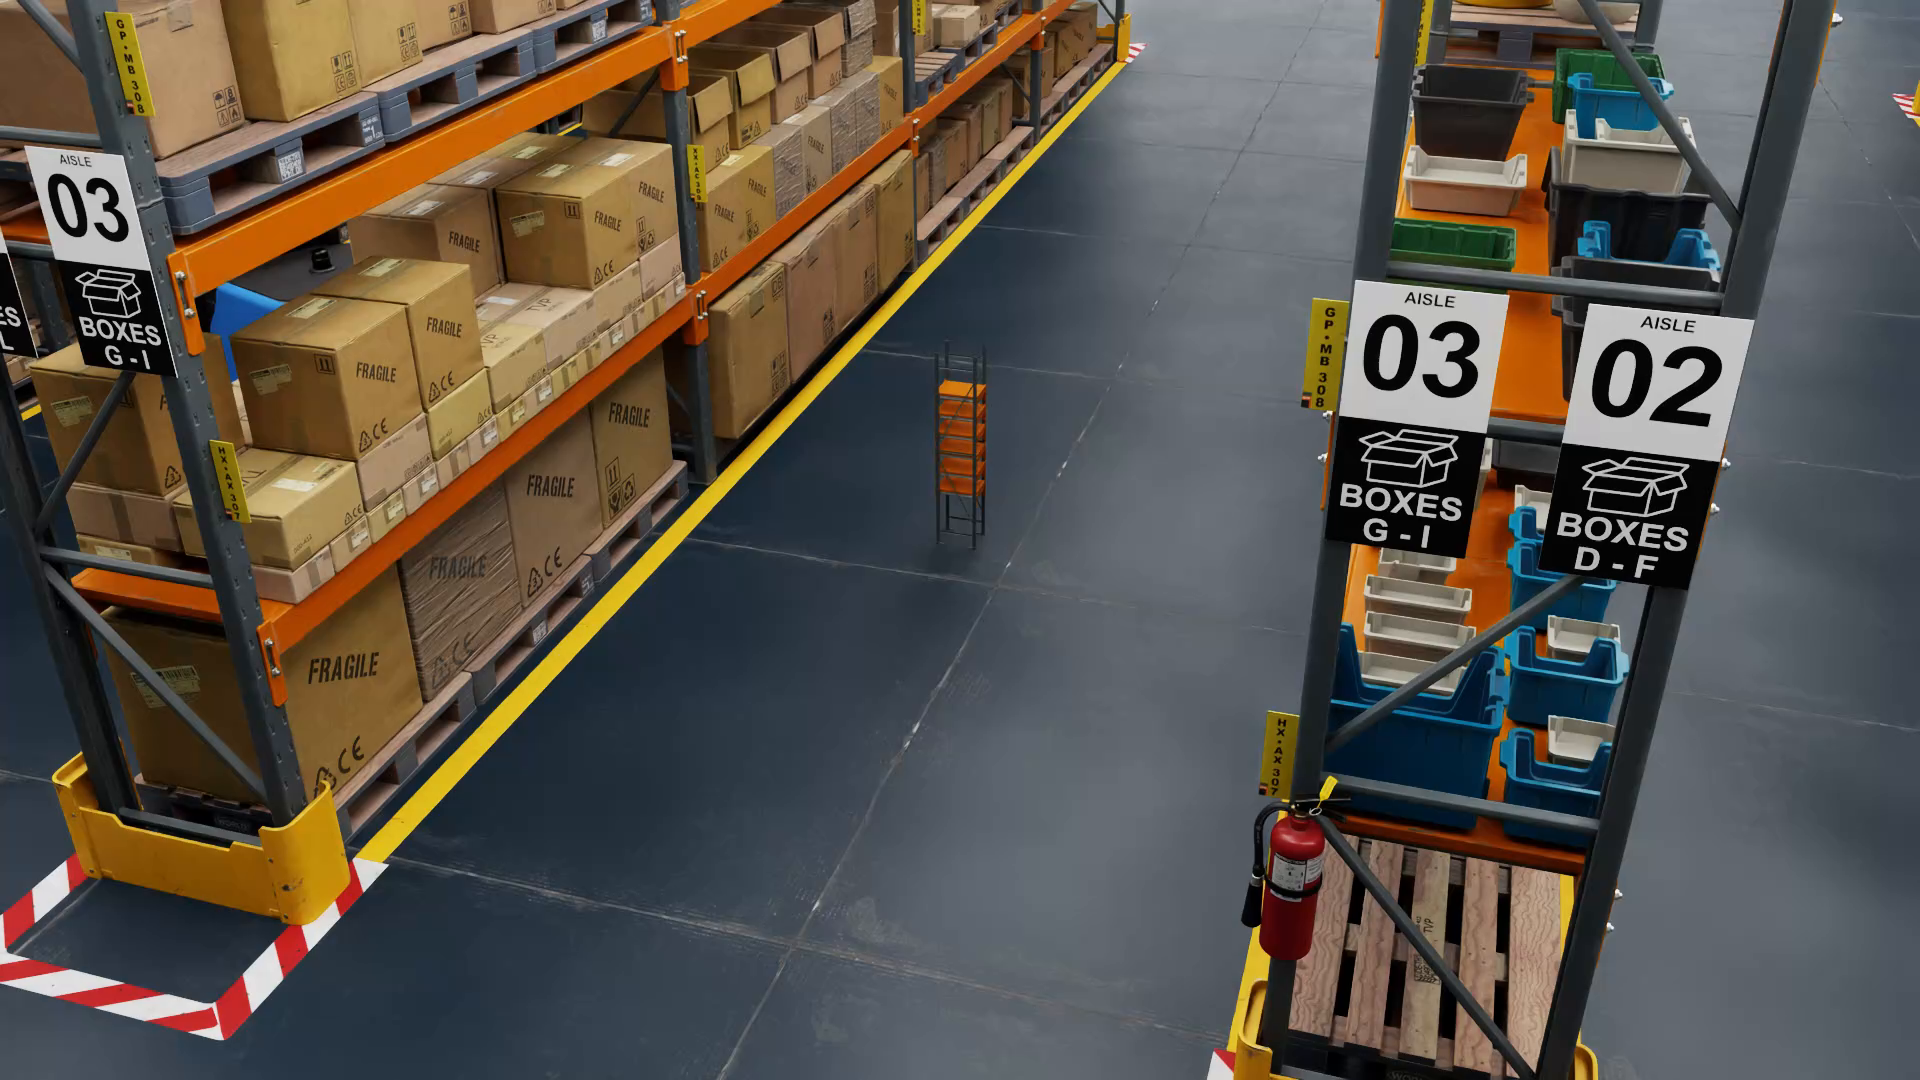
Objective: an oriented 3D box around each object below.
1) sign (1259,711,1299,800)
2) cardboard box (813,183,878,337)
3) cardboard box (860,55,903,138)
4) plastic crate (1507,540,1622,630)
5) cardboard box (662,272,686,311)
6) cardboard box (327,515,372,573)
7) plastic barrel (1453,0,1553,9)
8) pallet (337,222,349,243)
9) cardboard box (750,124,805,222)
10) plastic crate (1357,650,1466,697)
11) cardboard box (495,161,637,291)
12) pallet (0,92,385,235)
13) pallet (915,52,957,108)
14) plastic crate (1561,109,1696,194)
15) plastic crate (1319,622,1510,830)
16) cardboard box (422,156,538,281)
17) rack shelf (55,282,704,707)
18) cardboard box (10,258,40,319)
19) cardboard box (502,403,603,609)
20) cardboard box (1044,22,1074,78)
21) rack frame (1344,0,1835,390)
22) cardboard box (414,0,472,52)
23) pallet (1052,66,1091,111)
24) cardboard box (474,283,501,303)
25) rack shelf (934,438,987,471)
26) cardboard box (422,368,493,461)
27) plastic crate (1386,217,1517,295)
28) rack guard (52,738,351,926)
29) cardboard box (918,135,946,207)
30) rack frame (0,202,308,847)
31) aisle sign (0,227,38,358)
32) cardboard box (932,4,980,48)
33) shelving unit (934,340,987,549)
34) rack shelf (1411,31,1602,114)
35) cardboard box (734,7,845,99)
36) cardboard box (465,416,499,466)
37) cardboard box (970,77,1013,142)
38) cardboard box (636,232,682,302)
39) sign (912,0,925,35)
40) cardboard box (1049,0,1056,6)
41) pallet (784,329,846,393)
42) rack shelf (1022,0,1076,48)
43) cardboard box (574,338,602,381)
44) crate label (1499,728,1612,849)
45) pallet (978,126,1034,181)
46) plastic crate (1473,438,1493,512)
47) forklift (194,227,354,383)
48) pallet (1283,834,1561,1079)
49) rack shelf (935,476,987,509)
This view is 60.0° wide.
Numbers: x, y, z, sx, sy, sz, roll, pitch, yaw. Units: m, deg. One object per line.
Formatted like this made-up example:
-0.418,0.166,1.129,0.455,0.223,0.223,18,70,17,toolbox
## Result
1.010,0.684,5.267,0.100,0.325,0.005,8,30,15,sign
-1.337,-2.123,12.234,1.225,0.875,0.875,9,30,15,cardboard box
-0.754,-3.377,12.633,0.500,0.500,0.500,9,30,16,cardboard box
2.315,0.193,6.427,0.416,0.233,0.300,8,30,15,plastic crate
-1.796,-1.441,9.514,0.380,0.149,0.250,9,30,15,cardboard box
-2.700,-0.008,6.938,0.380,0.149,0.250,8,30,14,cardboard box
2.789,-3.063,8.459,0.600,0.588,0.600,0,29,0,plastic barrel
-5.788,-2.772,14.515,1.003,0.211,1.213,8,30,15,pallet
-1.352,-2.428,10.926,0.500,0.500,0.500,8,30,14,cardboard box
1.607,0.510,5.957,0.396,0.136,0.243,8,30,15,plastic crate
-2.050,-1.648,8.703,0.500,0.500,0.500,9,30,15,cardboard box
-2.986,-1.499,6.365,1.003,0.211,1.213,8,30,15,pallet
-0.738,-3.861,13.802,1.213,0.211,1.003,8,30,15,pallet
2.487,-1.419,6.251,0.437,0.282,0.530,8,30,15,plastic crate
1.461,0.602,5.484,0.616,0.435,0.499,8,30,15,plastic crate
-2.557,-1.718,8.829,0.500,0.500,0.500,8,30,15,cardboard box
-2.607,-0.496,8.296,1.077,0.370,4.000,8,30,15,rack shelf
-6.755,-1.965,12.337,0.500,0.500,0.500,8,30,14,cardboard box
-2.554,-0.281,8.923,0.875,0.875,0.875,8,30,15,cardboard box
0.959,-5.549,18.778,0.500,0.500,0.500,11,31,20,cardboard box
1.541,-1.796,3.721,1.000,3.000,0.127,8,30,15,rack frame
-2.643,-2.477,7.394,0.700,0.500,0.500,10,31,17,cardboard box
0.848,-5.125,18.745,1.003,0.211,1.213,8,30,15,pallet
-2.705,-1.151,8.582,0.500,0.250,0.500,9,30,16,cardboard box
0.004,-0.492,9.492,0.258,0.103,0.180,8,30,15,rack shelf
-2.498,-0.605,7.601,0.500,0.250,0.500,7,30,13,cardboard box
1.558,-0.891,5.399,0.450,0.188,0.336,8,30,15,plastic crate
-3.201,1.223,7.038,1.175,0.500,0.348,8,30,15,rack guard
-0.517,-3.272,14.665,0.700,0.500,0.500,6,30,11,cardboard box
-3.194,0.119,6.450,1.000,3.000,0.127,8,30,15,rack frame
-3.502,-1.026,5.835,0.394,0.787,0.004,8,30,15,aisle sign
-0.134,-4.463,14.409,0.500,0.250,0.500,8,30,13,cardboard box
0.004,-0.531,9.470,0.258,1.200,0.189,8,30,15,shelving unit
3.302,-2.959,9.638,1.077,0.370,4.000,8,30,15,rack shelf
-1.270,-3.441,11.715,0.797,0.503,0.637,9,30,16,cardboard box
-2.399,-0.487,7.798,0.380,0.149,0.250,8,30,14,cardboard box
0.128,-4.275,16.468,0.700,0.500,0.500,6,30,11,cardboard box
-1.898,-1.561,9.320,0.500,0.250,0.500,8,30,14,cardboard box
-0.314,-4.027,12.712,0.100,0.325,0.005,8,30,15,sign
0.765,-5.519,16.844,0.380,0.149,0.250,8,30,15,cardboard box
-1.509,-1.459,12.156,1.003,0.211,1.213,8,30,15,pallet
0.916,-6.072,18.320,1.077,0.370,4.000,8,30,15,rack shelf
-2.098,-0.963,8.654,0.380,0.149,0.250,9,30,16,cardboard box
1.928,0.805,5.327,0.416,0.233,0.303,8,30,15,crate label
0.101,-3.877,16.502,1.003,0.211,1.213,8,30,15,pallet
2.091,-0.324,7.307,0.437,0.282,0.530,8,30,15,plastic crate
-4.939,-2.363,10.983,3.031,2.935,1.130,20,35,32,forklift
1.820,1.667,6.536,1.003,0.211,1.213,8,30,15,pallet
0.004,-0.282,9.609,0.258,0.103,0.180,8,30,15,rack shelf
